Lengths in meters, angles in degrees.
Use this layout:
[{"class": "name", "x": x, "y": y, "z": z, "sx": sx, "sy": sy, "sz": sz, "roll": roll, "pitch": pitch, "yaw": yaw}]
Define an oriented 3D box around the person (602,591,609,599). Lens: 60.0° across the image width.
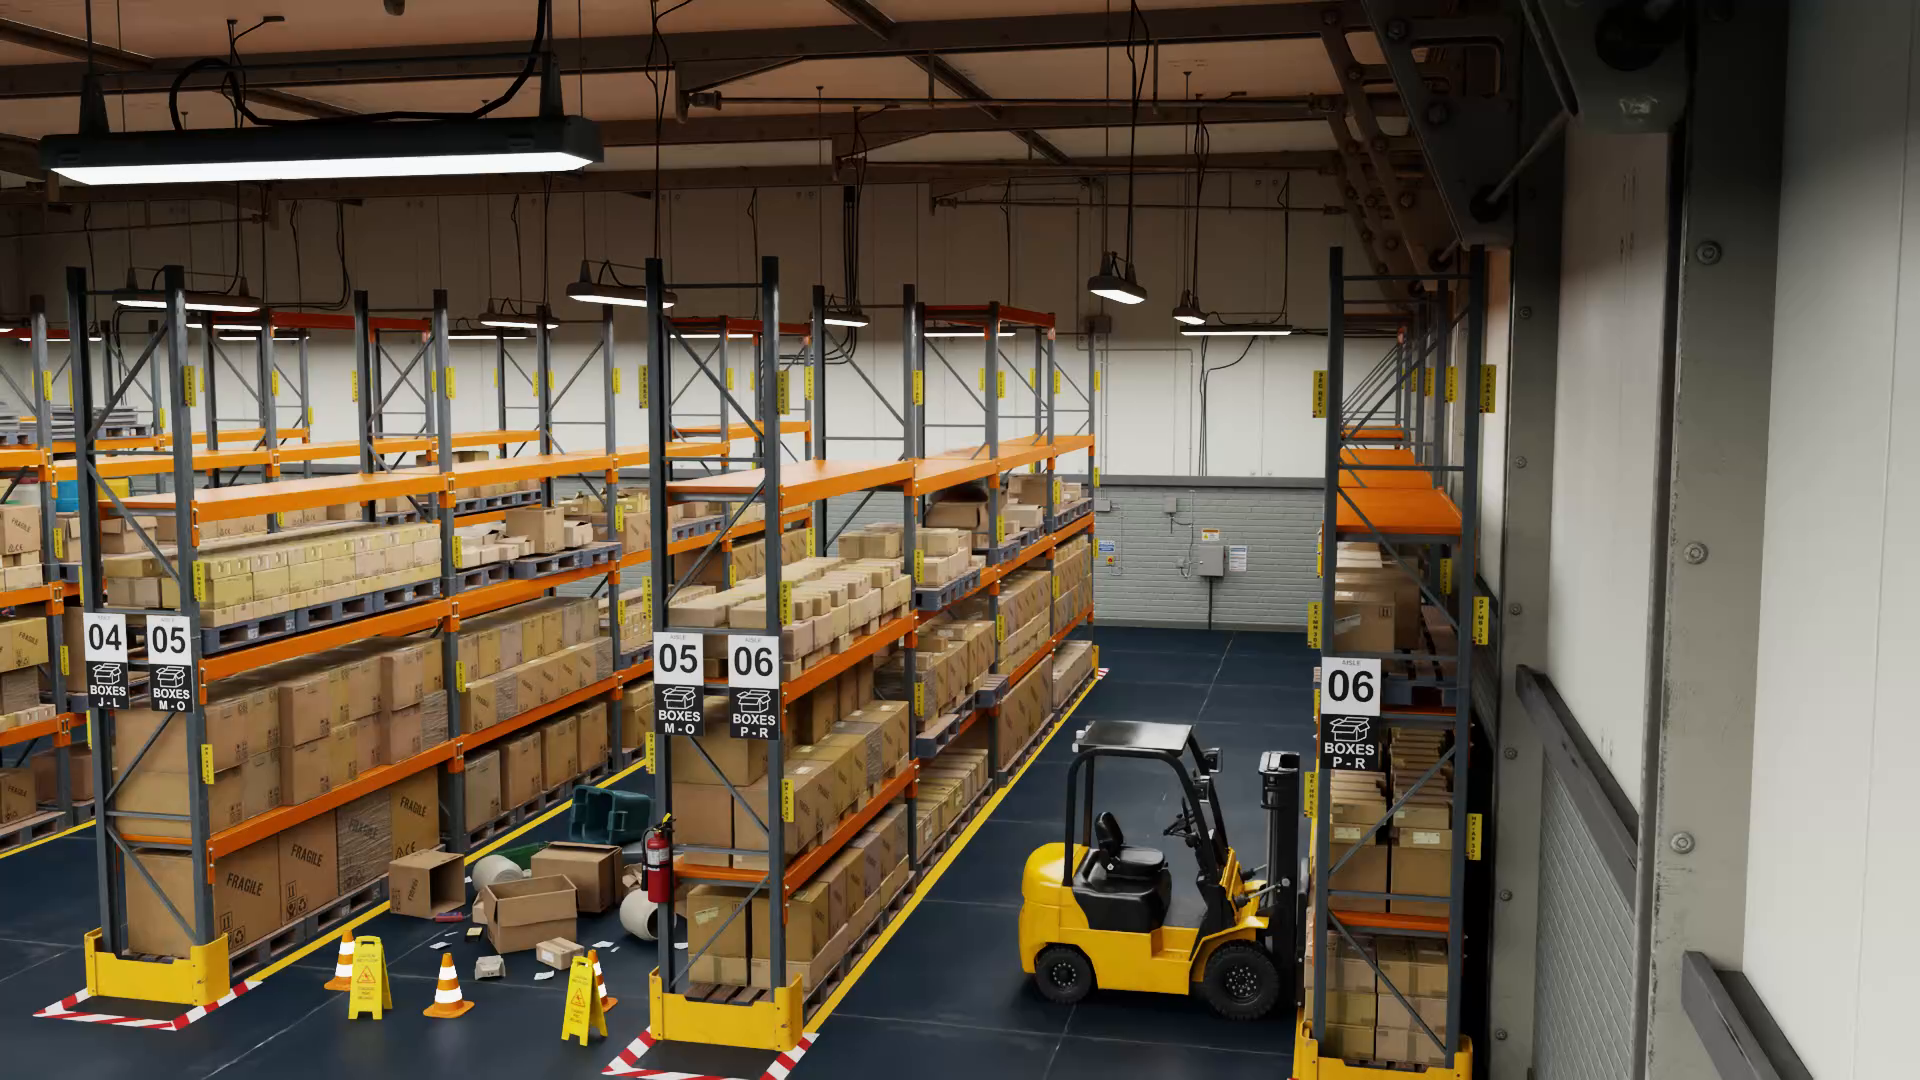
[{"class": "person", "x": -5.688, "y": 1.645, "z": 26.887, "sx": 0.638, "sy": 1.649, "sz": 0.982, "roll": 1, "pitch": 6, "yaw": 14}]
